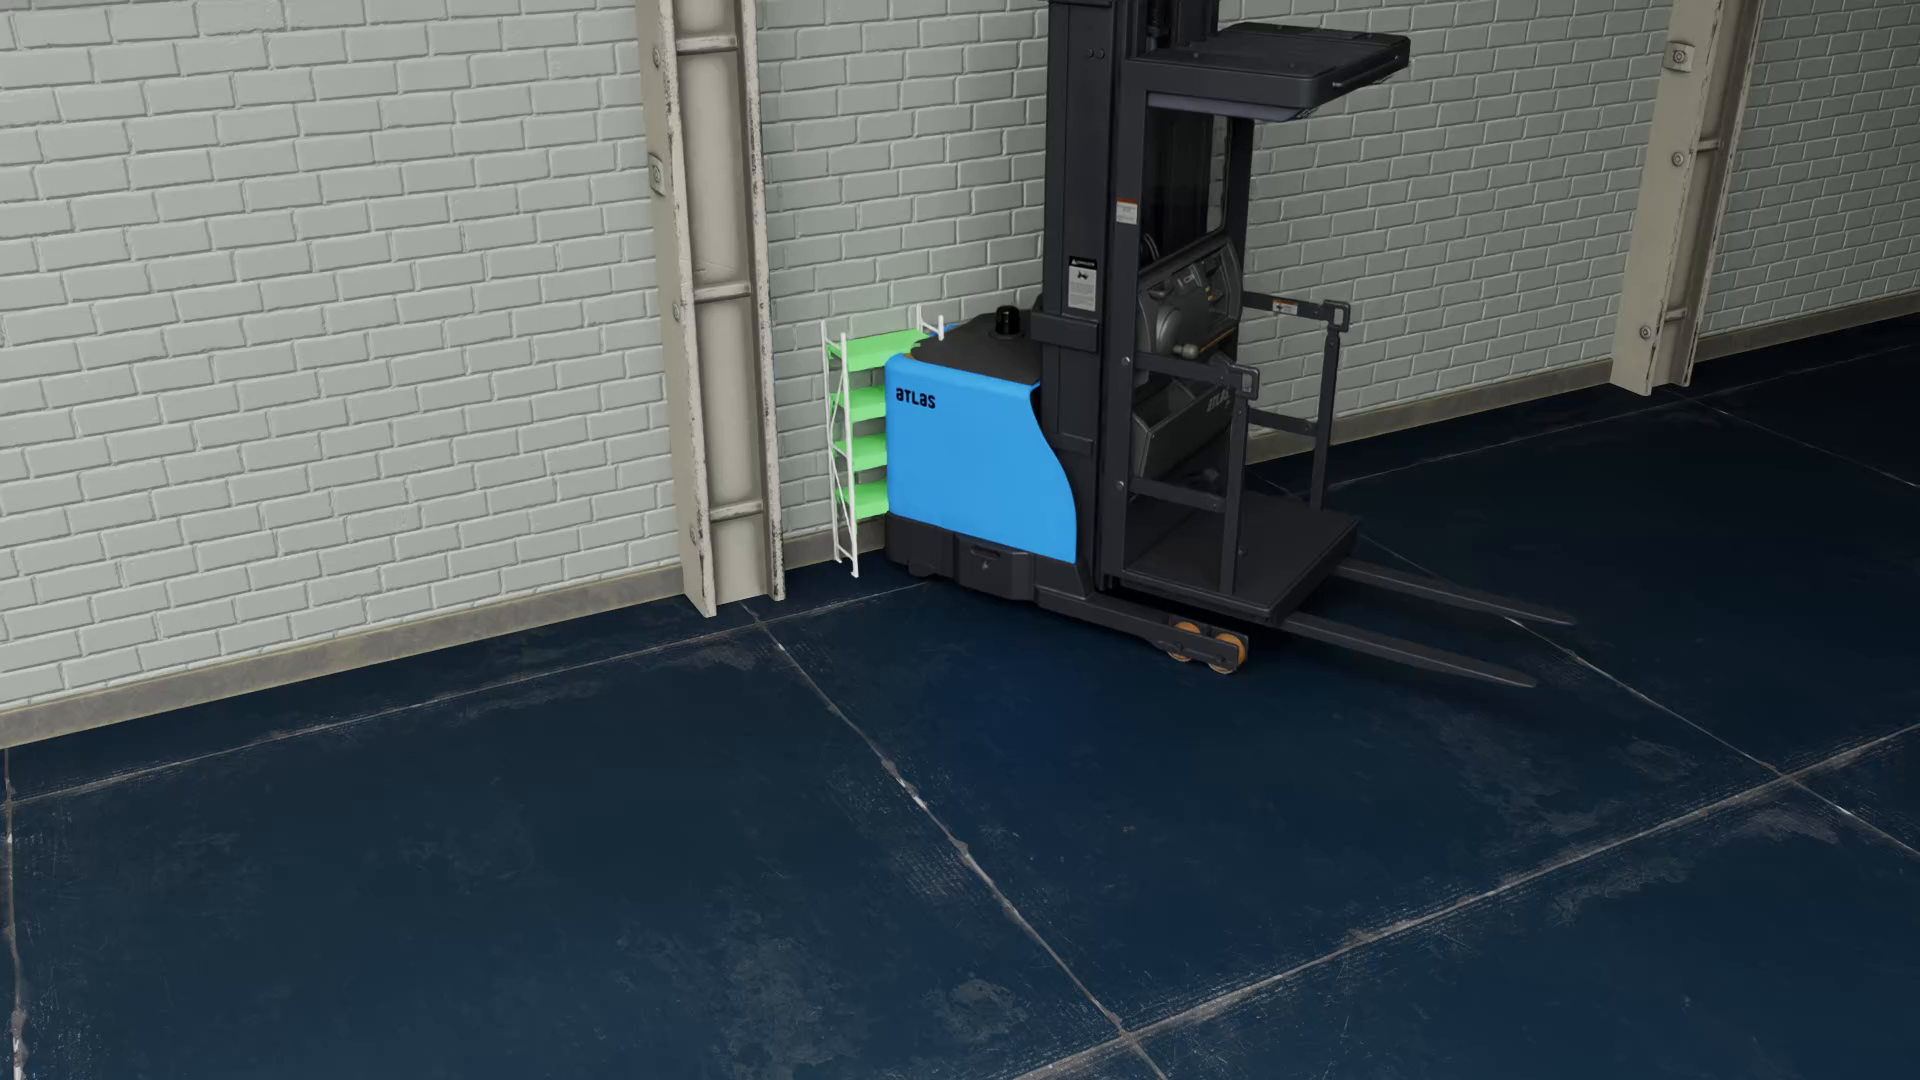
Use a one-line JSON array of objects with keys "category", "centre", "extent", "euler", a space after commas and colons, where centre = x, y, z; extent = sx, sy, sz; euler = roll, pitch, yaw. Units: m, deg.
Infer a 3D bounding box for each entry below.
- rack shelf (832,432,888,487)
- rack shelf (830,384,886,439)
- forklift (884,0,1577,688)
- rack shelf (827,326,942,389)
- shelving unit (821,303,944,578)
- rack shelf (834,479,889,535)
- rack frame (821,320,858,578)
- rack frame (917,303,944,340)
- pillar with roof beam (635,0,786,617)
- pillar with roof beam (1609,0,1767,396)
[{"category": "rack shelf", "centre": [-0.340, -0.405, 7.832], "extent": [0.480, 0.148, 0.258], "euler": [-14, 27, -25]}, {"category": "rack shelf", "centre": [-0.346, -0.623, 7.733], "extent": [0.480, 0.148, 0.258], "euler": [-14, 27, -25]}, {"category": "forklift", "centre": [1.159, -1.016, 6.980], "extent": [3.031, 2.935, 1.130], "euler": [15, 30, 29]}, {"category": "rack shelf", "centre": [-0.351, -0.842, 7.633], "extent": [0.480, 0.148, 0.258], "euler": [-14, 27, -25]}, {"category": "shelving unit", "centre": [-0.342, -0.463, 7.806], "extent": [0.503, 1.200, 0.258], "euler": [-14, 27, -25]}, {"category": "rack shelf", "centre": [-0.335, -0.186, 7.932], "extent": [0.480, 0.148, 0.258], "euler": [-14, 27, -25]}, {"category": "rack frame", "centre": [-0.557, -0.411, 7.703], "extent": [0.015, 1.200, 0.240], "euler": [-14, 27, -25]}, {"category": "rack frame", "centre": [-0.127, -0.515, 7.908], "extent": [0.015, 1.200, 0.240], "euler": [-14, 27, -25]}, {"category": "pillar with roof beam", "centre": [0.977, -2.160, 2.352], "extent": [0.400, 9.000, 9.100], "euler": [-13, 29, -25]}, {"category": "pillar with roof beam", "centre": [6.271, -3.382, 4.897], "extent": [0.400, 9.000, 9.100], "euler": [-13, 29, -25]}]
